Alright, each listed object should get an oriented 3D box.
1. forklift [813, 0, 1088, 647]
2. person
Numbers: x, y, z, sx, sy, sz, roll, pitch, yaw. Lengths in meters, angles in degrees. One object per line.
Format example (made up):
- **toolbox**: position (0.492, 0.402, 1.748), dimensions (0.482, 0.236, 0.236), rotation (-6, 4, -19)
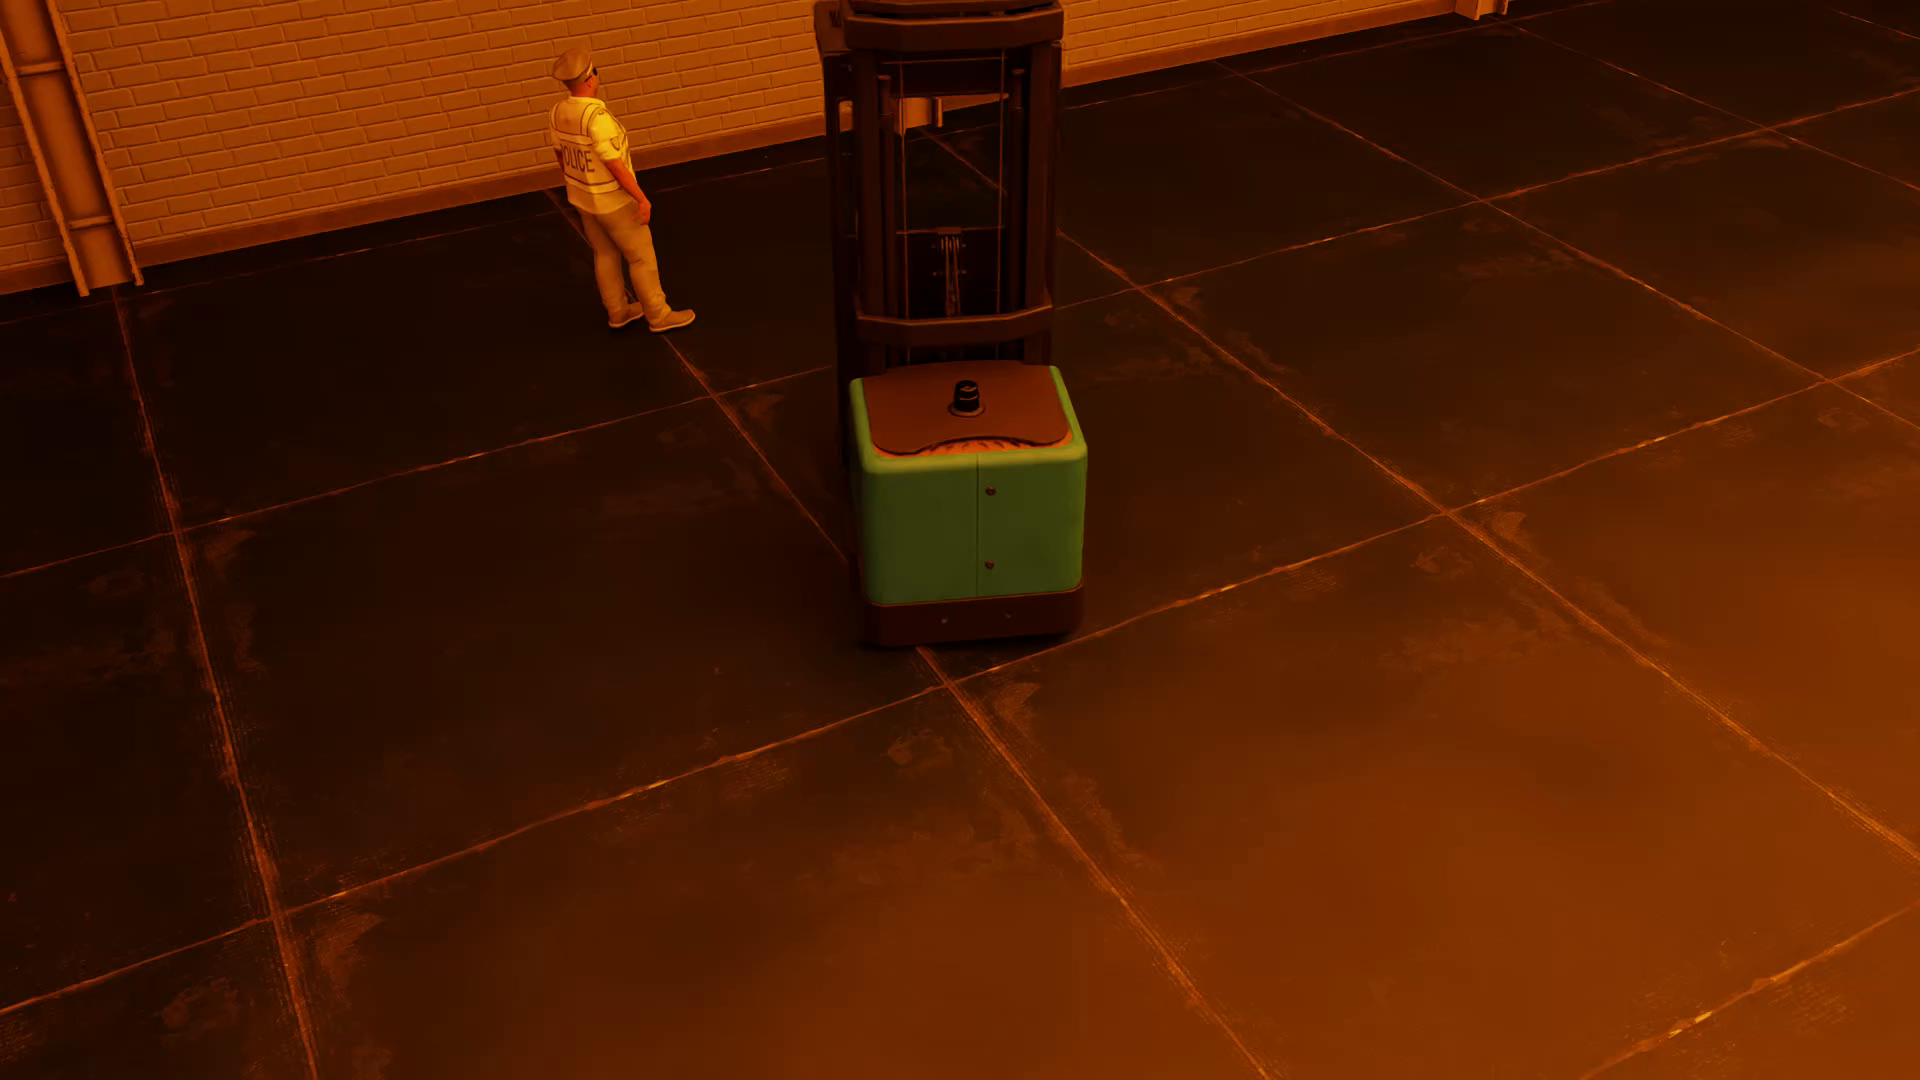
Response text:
- **forklift**: position (-0.115, -1.534, 8.294), dimensions (1.130, 2.935, 3.031), rotation (-4, 35, -6)
- **person**: position (-2.090, -2.120, 10.105), dimensions (0.638, 1.781, 0.576), rotation (24, 42, 30)
